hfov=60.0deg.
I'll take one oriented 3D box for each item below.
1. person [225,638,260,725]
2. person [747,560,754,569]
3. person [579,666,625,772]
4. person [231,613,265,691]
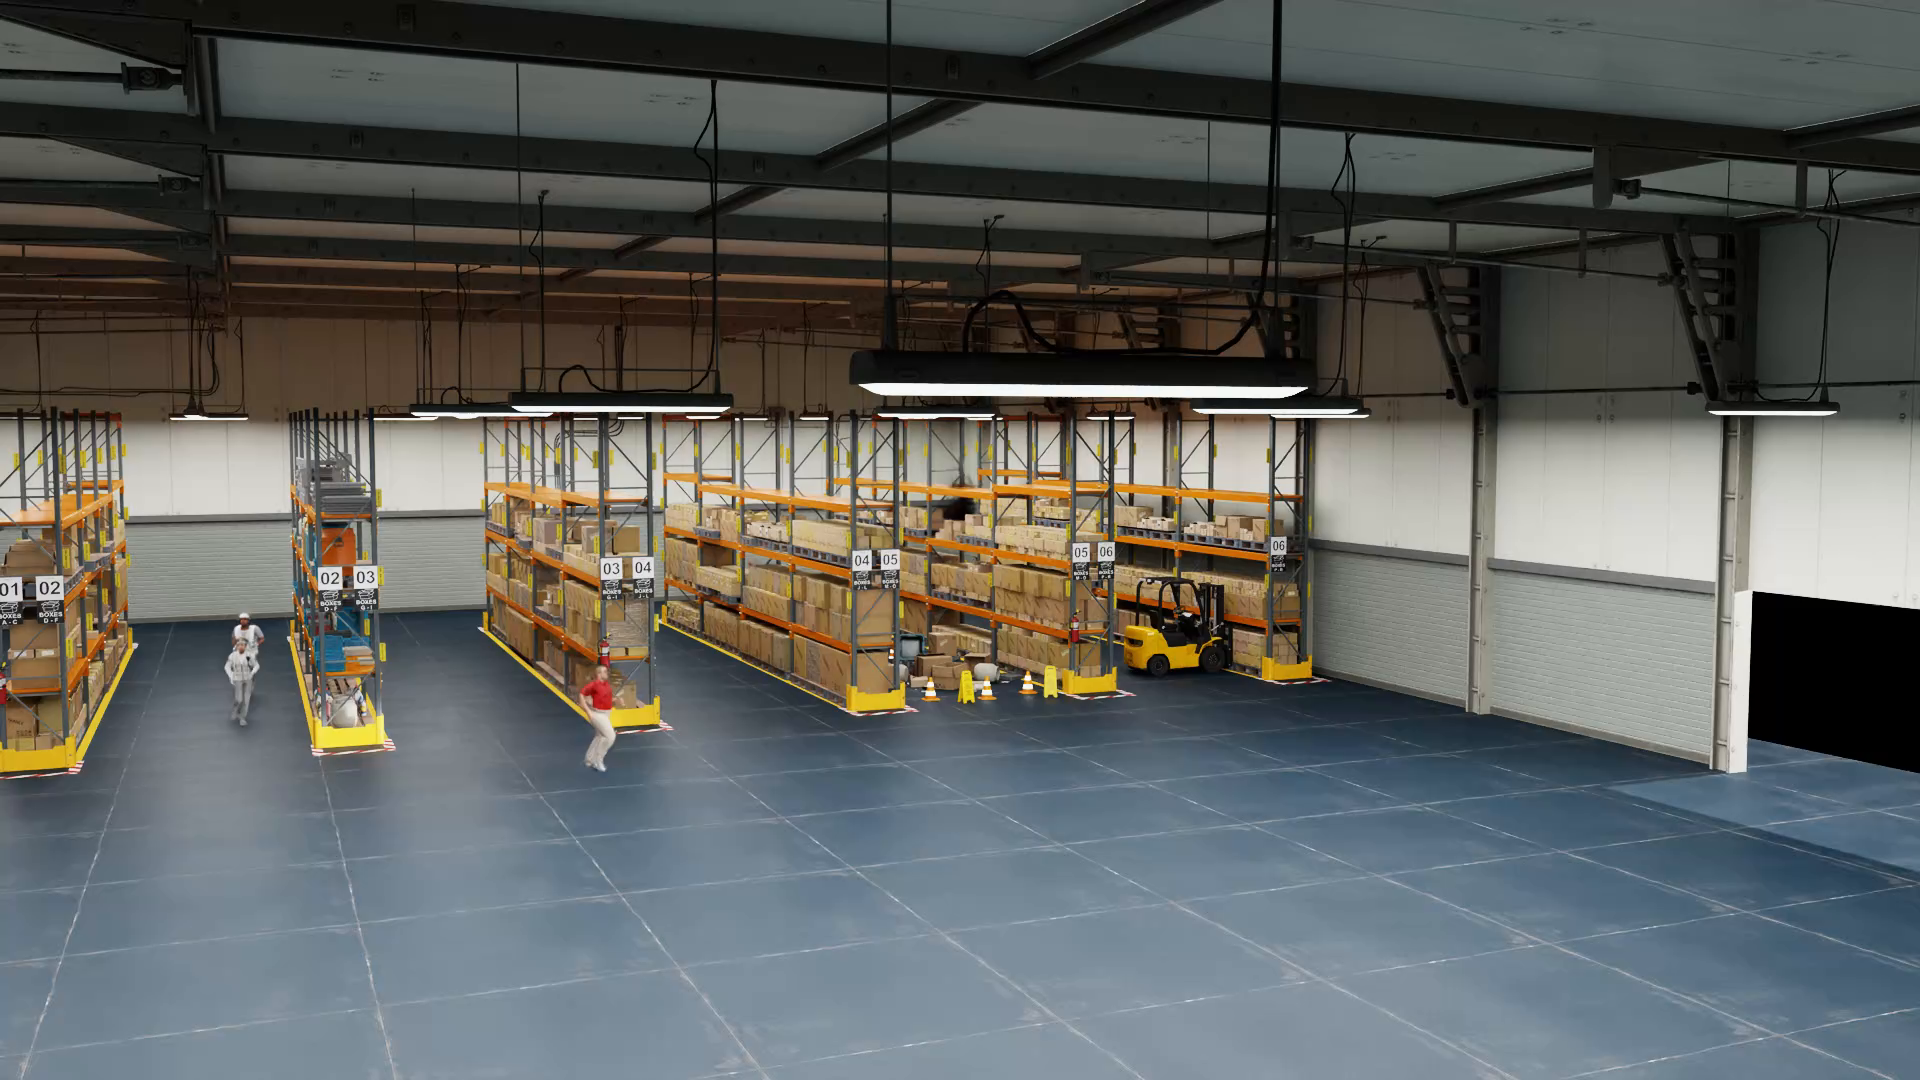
[{"bbox_3d":[-13.644,2.682,31.655,0.605,1.669,0.569,-2,4,-27],"label":"person"},{"bbox_3d":[-6.041,1.482,47.879,0.682,1.845,0.808,-3,5,-37],"label":"person"},{"bbox_3d":[-5.911,2.956,27.530,0.724,1.756,0.653,1,4,9],"label":"person"},{"bbox_3d":[-14.869,2.408,34.719,0.670,1.786,0.882,-1,4,-15],"label":"person"}]
